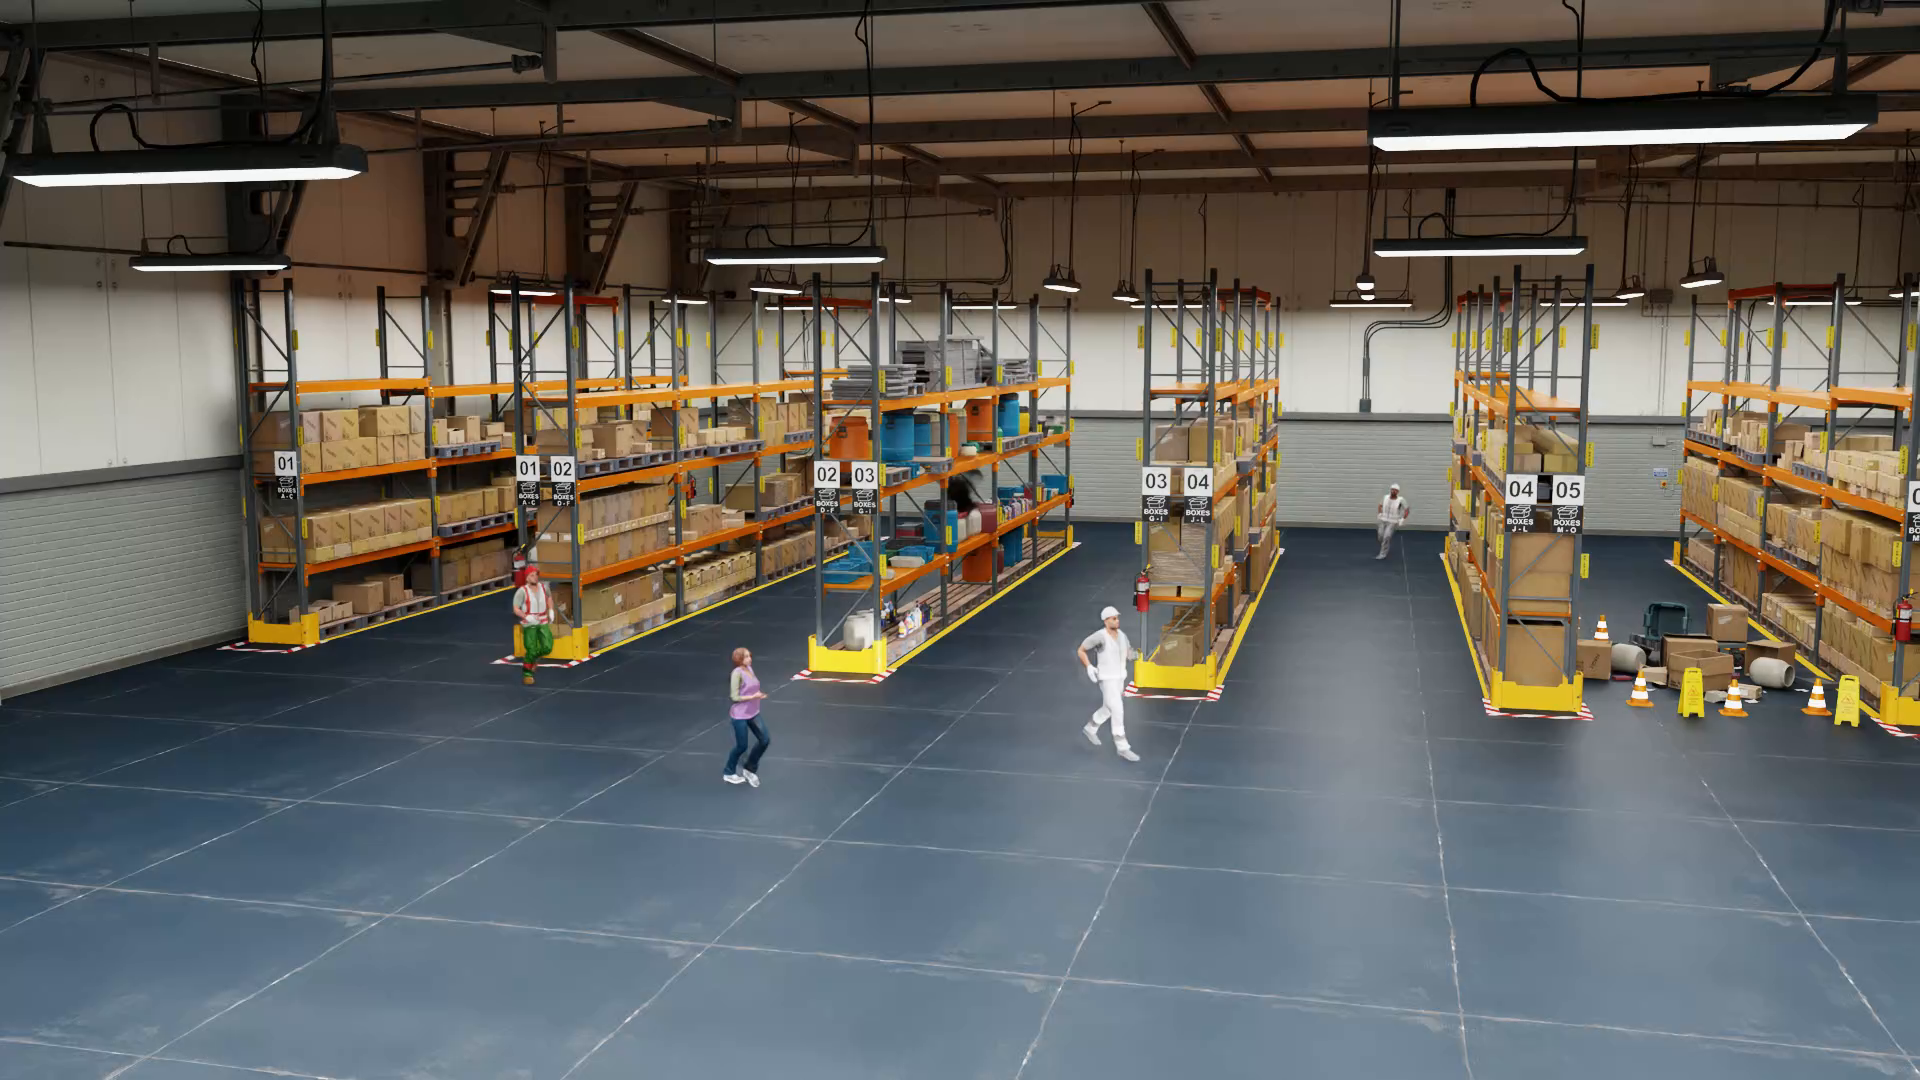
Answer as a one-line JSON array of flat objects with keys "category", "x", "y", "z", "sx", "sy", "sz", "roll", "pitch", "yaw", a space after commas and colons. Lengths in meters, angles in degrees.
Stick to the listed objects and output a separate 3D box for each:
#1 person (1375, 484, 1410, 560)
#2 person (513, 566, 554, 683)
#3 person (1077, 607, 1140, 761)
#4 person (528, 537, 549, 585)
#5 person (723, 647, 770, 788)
[{"category": "person", "x": 9.909, "y": -0.417, "z": 38.088, "sx": 0.745, "sy": 1.747, "sz": 0.735, "roll": 5, "pitch": 8, "yaw": 35}, {"category": "person", "x": -6.177, "y": 1.239, "z": 24.269, "sx": 0.696, "sy": 1.737, "sz": 0.655, "roll": -6, "pitch": 9, "yaw": -40}, {"category": "person", "x": 1.819, "y": 1.690, "z": 20.020, "sx": 0.976, "sy": 1.787, "sz": 0.660, "roll": 7, "pitch": 10, "yaw": 44}, {"category": "person", "x": -7.362, "y": 0.703, "z": 29.231, "sx": 0.567, "sy": 1.645, "sz": 0.755, "roll": 0, "pitch": 7, "yaw": 4}, {"category": "person", "x": -2.379, "y": 1.992, "z": 18.603, "sx": 0.635, "sy": 1.614, "sz": 0.514, "roll": 4, "pitch": 8, "yaw": 29}]
